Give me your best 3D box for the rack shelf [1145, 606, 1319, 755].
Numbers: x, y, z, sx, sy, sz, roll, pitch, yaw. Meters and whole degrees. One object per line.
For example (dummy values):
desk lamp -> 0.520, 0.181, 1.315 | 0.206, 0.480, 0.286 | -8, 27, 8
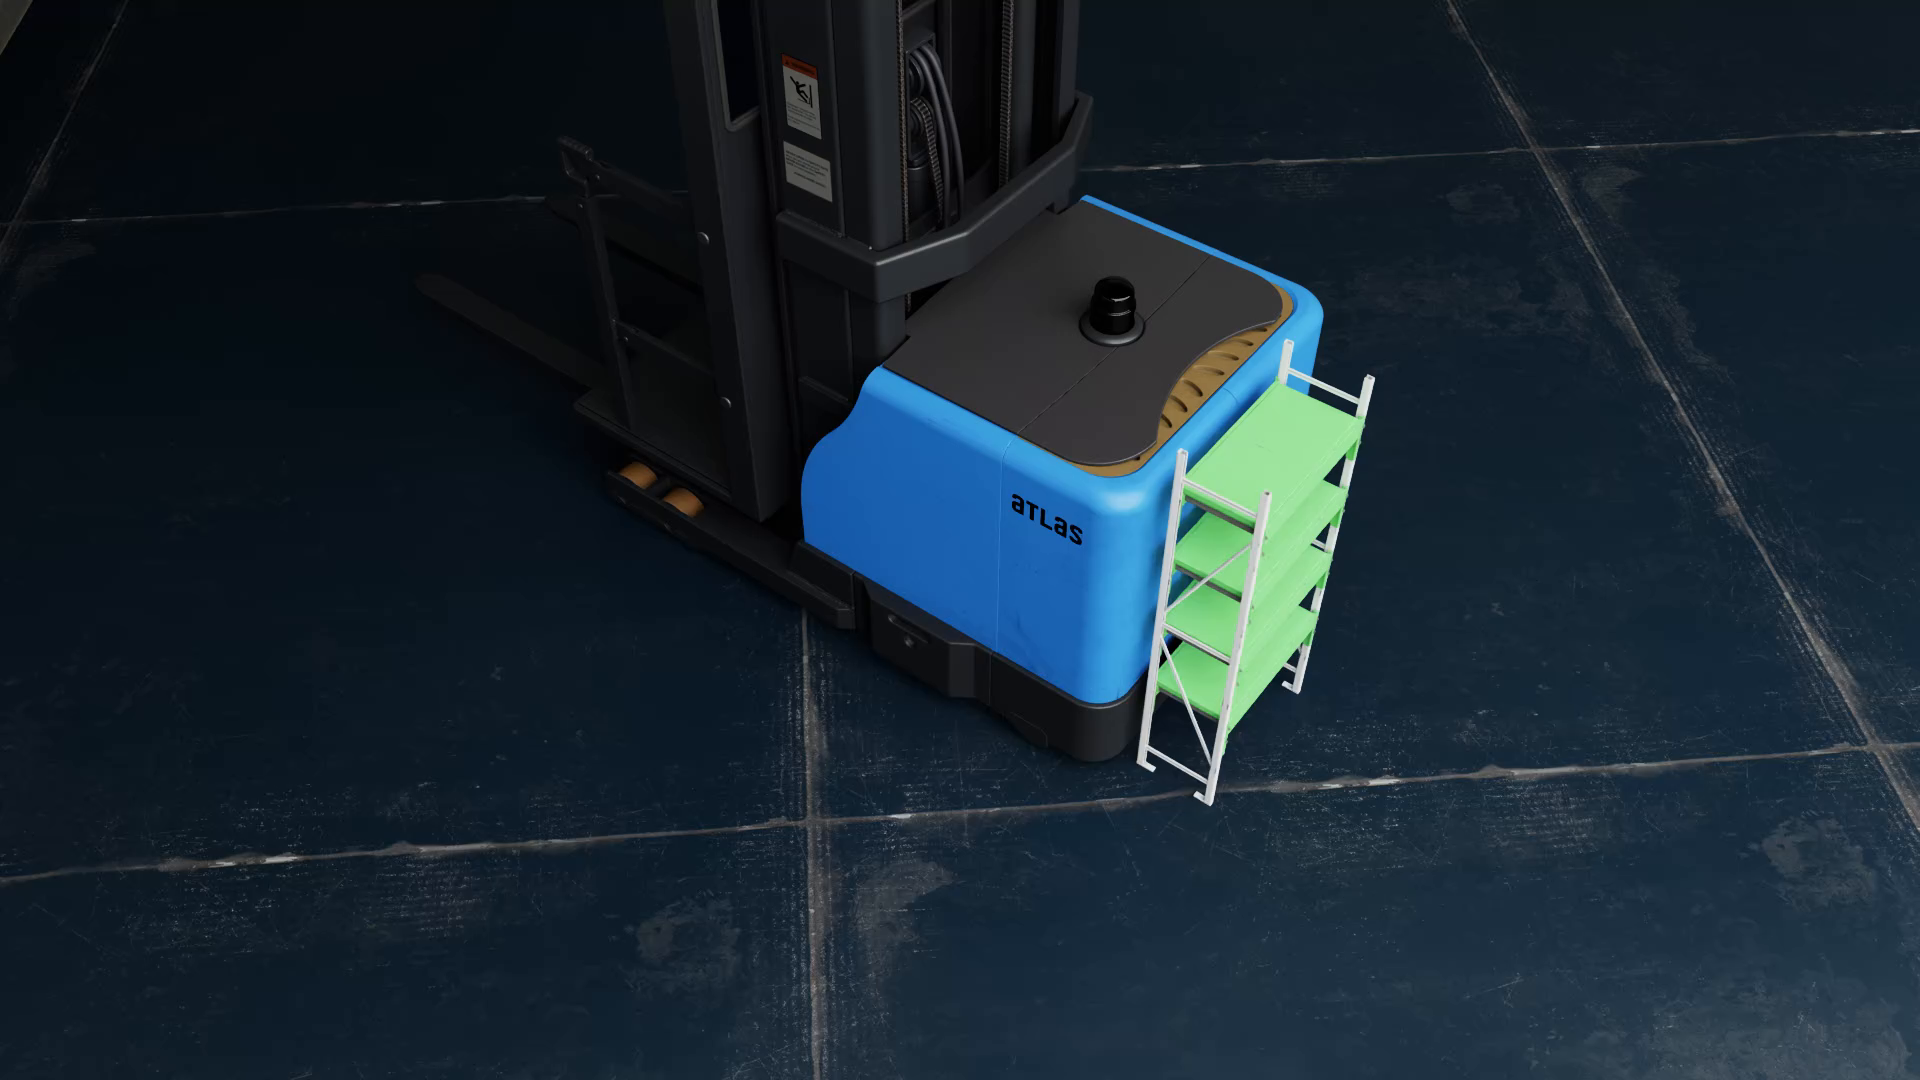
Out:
rack shelf -> 0.742, 0.328, 4.532 | 0.258, 0.148, 0.480 | 29, 53, 25

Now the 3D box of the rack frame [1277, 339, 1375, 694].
rack frame -> 0.889, -0.022, 4.445 | 0.240, 1.200, 0.015 | 29, 53, 25

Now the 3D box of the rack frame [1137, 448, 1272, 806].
rack frame -> 0.595, 0.260, 4.177 | 0.240, 1.200, 0.015 | 29, 53, 25

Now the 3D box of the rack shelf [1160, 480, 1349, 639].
rack shelf -> 0.742, -0.002, 4.183 | 0.258, 0.148, 0.480 | 29, 53, 25

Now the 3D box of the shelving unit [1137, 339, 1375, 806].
shelving unit -> 0.742, 0.119, 4.311 | 0.258, 1.200, 0.503 | 29, 53, 25

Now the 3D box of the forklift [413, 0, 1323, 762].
forklift -> -0.502, -1.285, 4.448 | 3.031, 2.935, 1.130 | 29, 53, 25

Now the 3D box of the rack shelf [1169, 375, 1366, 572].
rack shelf -> 0.742, -0.167, 4.009 | 0.258, 0.148, 0.480 | 29, 53, 25

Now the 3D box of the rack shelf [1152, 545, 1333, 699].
rack shelf -> 0.742, 0.163, 4.357 | 0.258, 0.148, 0.480 | 29, 53, 25
